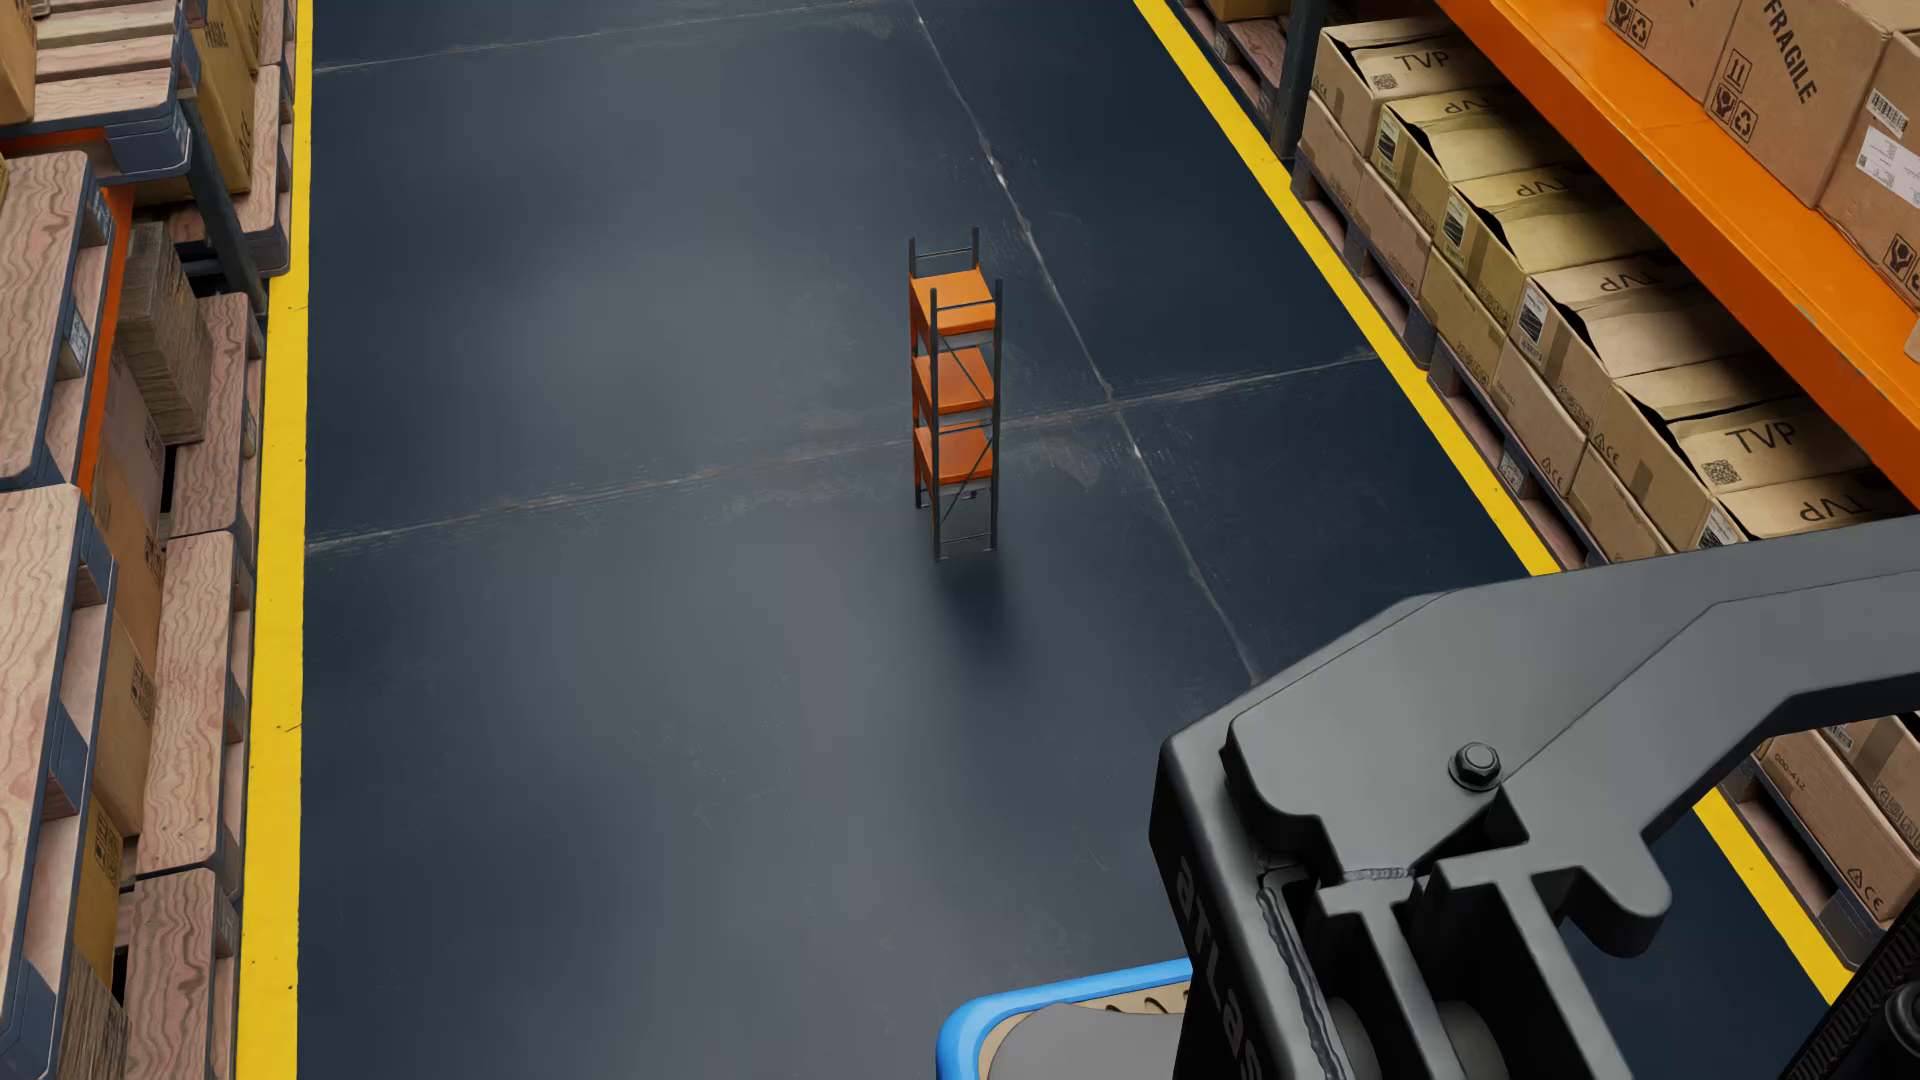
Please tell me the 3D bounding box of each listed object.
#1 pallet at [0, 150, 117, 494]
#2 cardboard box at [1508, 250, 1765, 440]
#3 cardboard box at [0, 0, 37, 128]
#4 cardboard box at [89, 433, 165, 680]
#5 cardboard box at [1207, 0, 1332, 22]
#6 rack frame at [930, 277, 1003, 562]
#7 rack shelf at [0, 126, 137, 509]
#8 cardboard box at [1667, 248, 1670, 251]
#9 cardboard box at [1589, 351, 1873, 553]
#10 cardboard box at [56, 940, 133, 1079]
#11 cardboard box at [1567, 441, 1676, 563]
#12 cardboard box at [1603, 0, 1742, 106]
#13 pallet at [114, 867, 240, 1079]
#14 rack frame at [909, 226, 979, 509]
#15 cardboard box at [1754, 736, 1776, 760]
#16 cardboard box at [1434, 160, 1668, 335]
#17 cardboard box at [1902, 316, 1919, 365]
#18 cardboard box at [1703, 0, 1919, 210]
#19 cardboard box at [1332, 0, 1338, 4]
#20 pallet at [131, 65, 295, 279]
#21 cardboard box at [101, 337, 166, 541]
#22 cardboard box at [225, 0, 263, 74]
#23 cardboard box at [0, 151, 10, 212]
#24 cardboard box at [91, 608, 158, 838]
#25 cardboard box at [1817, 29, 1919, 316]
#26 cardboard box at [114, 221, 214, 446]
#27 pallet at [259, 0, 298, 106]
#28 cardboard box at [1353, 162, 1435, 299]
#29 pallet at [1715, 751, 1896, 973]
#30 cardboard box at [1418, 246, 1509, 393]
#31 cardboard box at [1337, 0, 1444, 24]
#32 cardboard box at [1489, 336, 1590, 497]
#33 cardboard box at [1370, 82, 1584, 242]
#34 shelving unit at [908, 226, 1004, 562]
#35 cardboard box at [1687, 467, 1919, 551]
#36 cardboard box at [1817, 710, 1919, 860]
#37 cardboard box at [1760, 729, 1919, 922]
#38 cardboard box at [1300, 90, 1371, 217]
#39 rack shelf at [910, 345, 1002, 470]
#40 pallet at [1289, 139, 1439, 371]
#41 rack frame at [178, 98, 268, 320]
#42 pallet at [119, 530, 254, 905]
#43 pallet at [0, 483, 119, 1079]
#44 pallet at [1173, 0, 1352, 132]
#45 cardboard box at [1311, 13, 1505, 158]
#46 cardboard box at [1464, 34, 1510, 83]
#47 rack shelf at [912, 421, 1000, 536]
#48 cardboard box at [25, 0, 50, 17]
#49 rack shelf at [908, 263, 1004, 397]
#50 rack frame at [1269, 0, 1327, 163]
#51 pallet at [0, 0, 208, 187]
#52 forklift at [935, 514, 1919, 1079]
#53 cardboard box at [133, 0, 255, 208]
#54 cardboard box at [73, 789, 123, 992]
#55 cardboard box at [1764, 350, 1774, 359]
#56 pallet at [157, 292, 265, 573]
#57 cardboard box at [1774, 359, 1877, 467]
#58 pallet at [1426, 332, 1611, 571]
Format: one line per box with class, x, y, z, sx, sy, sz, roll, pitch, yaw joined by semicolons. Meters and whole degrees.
pallet;-2.471;-0.382;3.658;1.003;0.211;1.213;-11;47;-10
cardboard box;2.024;-0.614;4.990;0.500;0.311;0.500;-11;47;-11
cardboard box;-2.718;-1.294;4.040;0.700;0.500;0.500;-15;47;-14
cardboard box;-2.608;0.115;4.479;0.700;0.500;0.500;-11;47;-11
cardboard box;1.304;-2.599;7.139;0.500;0.500;0.500;-9;46;-9
rack frame;0.018;-0.320;4.829;0.200;1.050;0.008;-11;47;-10
rack shelf;-2.505;-0.176;3.826;1.077;0.370;4.000;-11;47;-10
cardboard box;2.409;-1.074;5.441;0.500;0.311;0.500;-11;47;-11
cardboard box;2.149;-0.266;4.649;0.500;0.311;0.500;-11;47;-10
cardboard box;-2.198;1.169;3.446;0.700;0.500;0.500;-9;46;-9
cardboard box;2.149;-0.076;4.855;0.500;0.250;0.500;-10;46;-9
cardboard box;2.216;-1.596;4.644;0.500;0.500;0.500;-13;47;-12
pallet;-2.194;1.392;3.738;1.003;0.211;1.213;-11;47;-10
rack frame;-0.045;-0.489;4.994;0.200;1.050;0.008;-11;47;-10
cardboard box;2.280;0.278;4.509;0.500;0.250;0.500;-11;47;-11
cardboard box;1.892;-0.969;5.338;0.500;0.311;0.500;-12;47;-11
cardboard box;2.392;-0.481;3.716;0.396;0.266;0.258;-12;47;-11
cardboard box;2.351;-1.233;4.288;0.500;0.500;0.500;-11;47;-10
cardboard box;1.791;-2.723;7.260;0.500;0.500;0.500;-12;47;-12
pallet;-3.146;-1.390;6.465;1.003;0.211;1.213;-11;47;-10
cardboard box;-2.763;-0.223;4.810;0.700;0.500;0.500;-11;47;-10
cardboard box;-3.297;-2.341;6.655;0.750;0.750;0.750;-11;47;-11
cardboard box;-2.547;-0.819;3.574;0.700;0.500;0.500;-11;47;-10
cardboard box;-2.470;0.462;4.139;0.700;0.500;0.500;-10;46;-10
cardboard box;2.479;-0.887;3.949;0.500;0.500;0.500;-8;46;-7
cardboard box;-2.782;-0.600;5.180;0.700;0.500;0.500;-10;46;-10
pallet;-3.455;-2.231;7.289;1.003;0.211;1.213;-11;47;-10
cardboard box;1.750;-1.139;5.897;0.500;0.250;0.500;-12;47;-11
pallet;2.568;0.519;4.593;1.003;0.211;1.213;-11;47;-10
cardboard box;1.889;-0.781;5.547;0.500;0.250;0.500;-12;47;-11
cardboard box;1.930;-2.362;6.907;0.500;0.500;0.500;-9;46;-9
cardboard box;2.020;-0.427;5.200;0.500;0.250;0.500;-10;46;-10
cardboard box;1.763;-1.321;5.683;0.500;0.311;0.500;-12;47;-11
shelving unit;-0.014;-0.404;4.911;0.215;1.050;0.252;-11;47;-10
cardboard box;2.275;0.079;4.311;0.500;0.311;0.500;-10;46;-9
cardboard box;2.414;0.437;3.960;0.500;0.311;0.500;-11;47;-10
cardboard box;2.408;0.627;4.166;0.500;0.250;0.500;-11;47;-11
cardboard box;1.621;-1.486;6.237;0.500;0.250;0.500;-11;47;-10
rack shelf;-0.014;-0.397;4.919;0.215;0.259;0.240;-11;47;-10
pallet;1.944;-1.165;6.244;1.003;0.211;1.213;-11;47;-10
rack frame;-3.017;-1.808;4.922;1.000;3.000;0.127;-11;47;-10
pallet;-2.510;0.548;4.565;1.003;0.211;1.213;-11;47;-10
pallet;-2.048;0.466;2.827;1.003;0.211;1.213;-11;47;-10
pallet;1.616;-2.263;7.320;1.003;0.211;1.213;-11;47;-10
cardboard box;1.621;-1.682;6.037;0.500;0.311;0.500;-9;46;-9
cardboard box;2.143;-1.781;6.134;0.500;0.311;0.500;-10;46;-9
rack shelf;-0.014;-0.202;5.117;0.215;0.259;0.240;-11;47;-10
cardboard box;-2.887;-1.675;4.413;0.700;0.500;0.500;-16;48;-15
rack shelf;-0.014;-0.596;4.716;0.215;0.259;0.240;-11;47;-10
rack frame;1.771;-2.717;5.812;1.000;3.000;0.127;-11;47;-10
pallet;-2.732;-1.269;4.527;1.213;0.211;1.003;-11;47;-10
forklift;0.746;1.512;1.716;1.130;2.935;3.031;-9;46;-8
cardboard box;-3.078;-1.735;6.061;0.750;0.750;0.750;-11;47;-11
cardboard box;-2.378;0.822;3.787;0.700;0.500;0.500;-12;47;-11
cardboard box;2.535;-0.728;5.102;0.500;0.311;0.500;-10;46;-9
pallet;-2.818;-0.293;5.389;1.003;0.211;1.213;-11;47;-10
cardboard box;2.673;-0.370;4.751;0.500;0.311;0.500;-12;47;-12
pallet;2.252;-0.324;5.420;1.003;0.211;1.213;-11;47;-10
